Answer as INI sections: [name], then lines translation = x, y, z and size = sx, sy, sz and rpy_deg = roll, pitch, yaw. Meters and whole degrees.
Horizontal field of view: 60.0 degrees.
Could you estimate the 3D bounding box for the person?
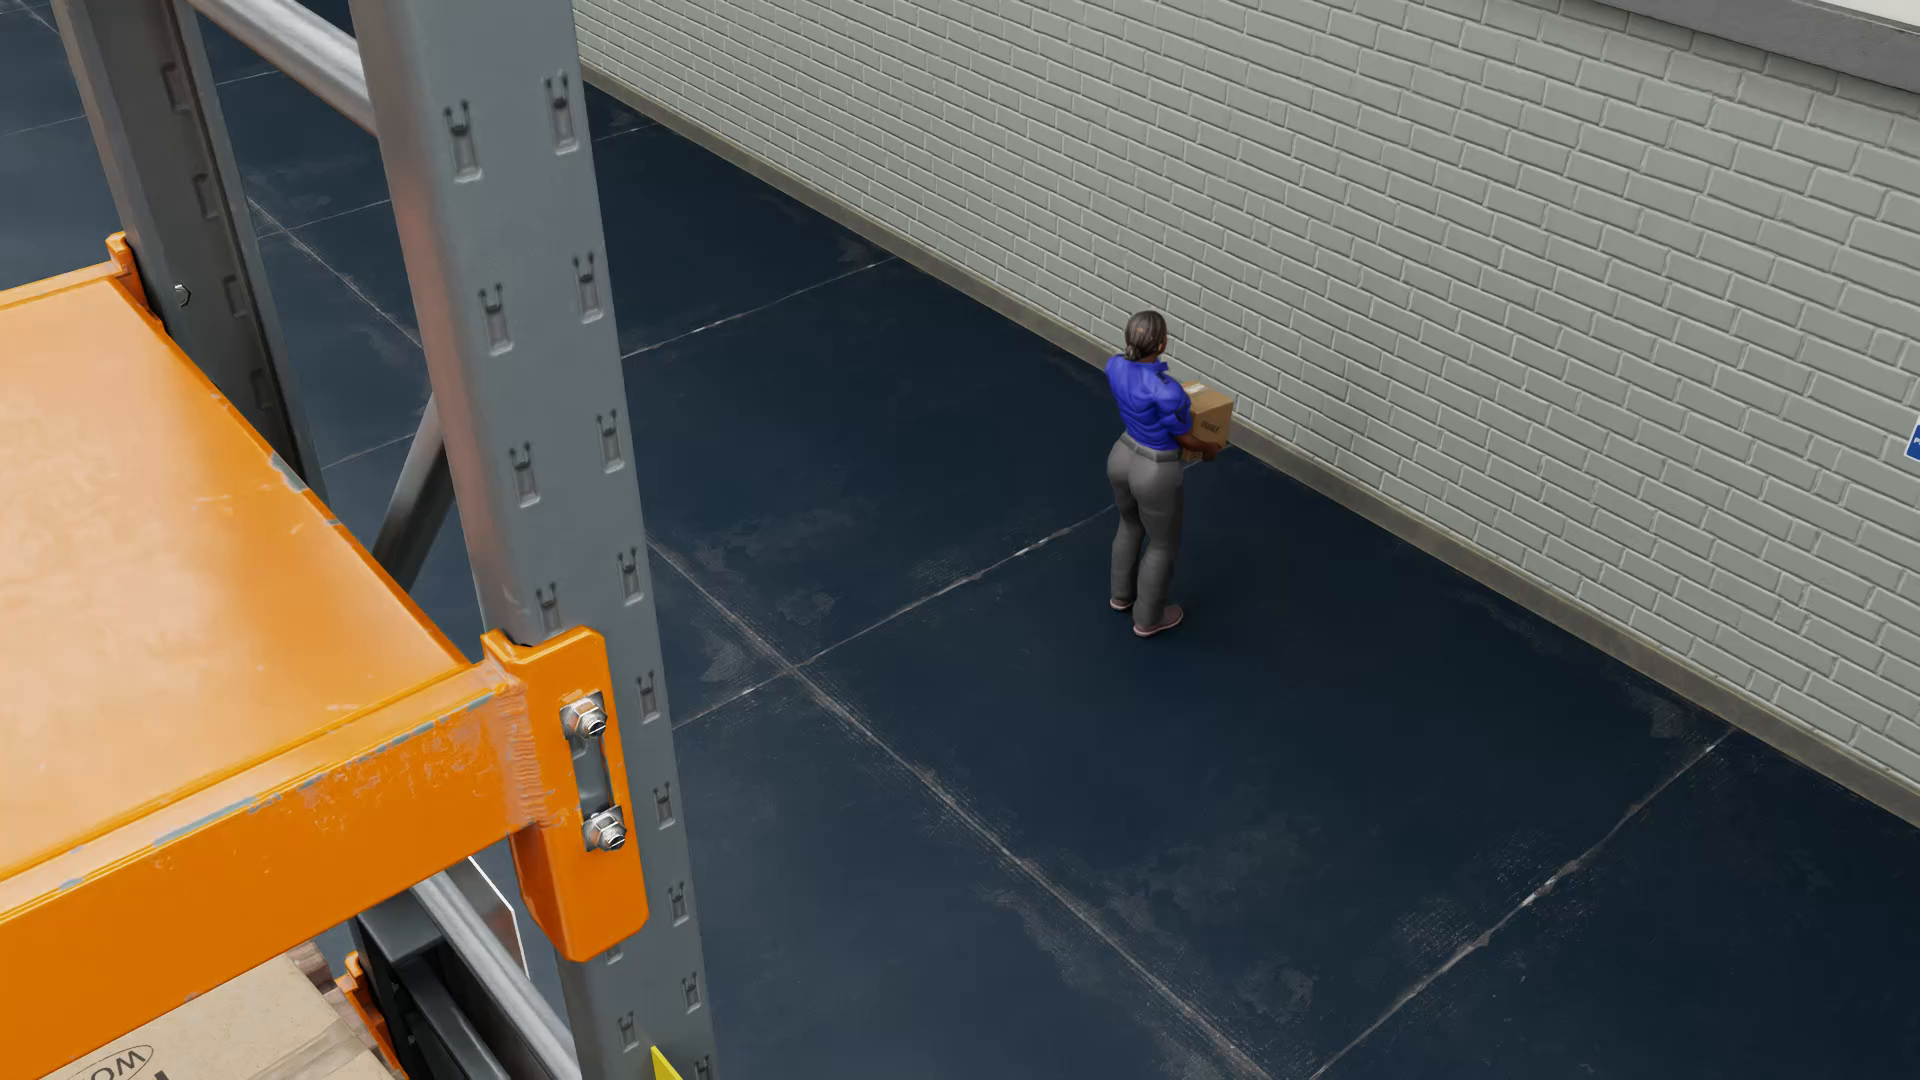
[person]
translation = 0.906, -0.333, 7.546
size = 0.512, 1.650, 0.451
rpy_deg = -26, 43, -31
